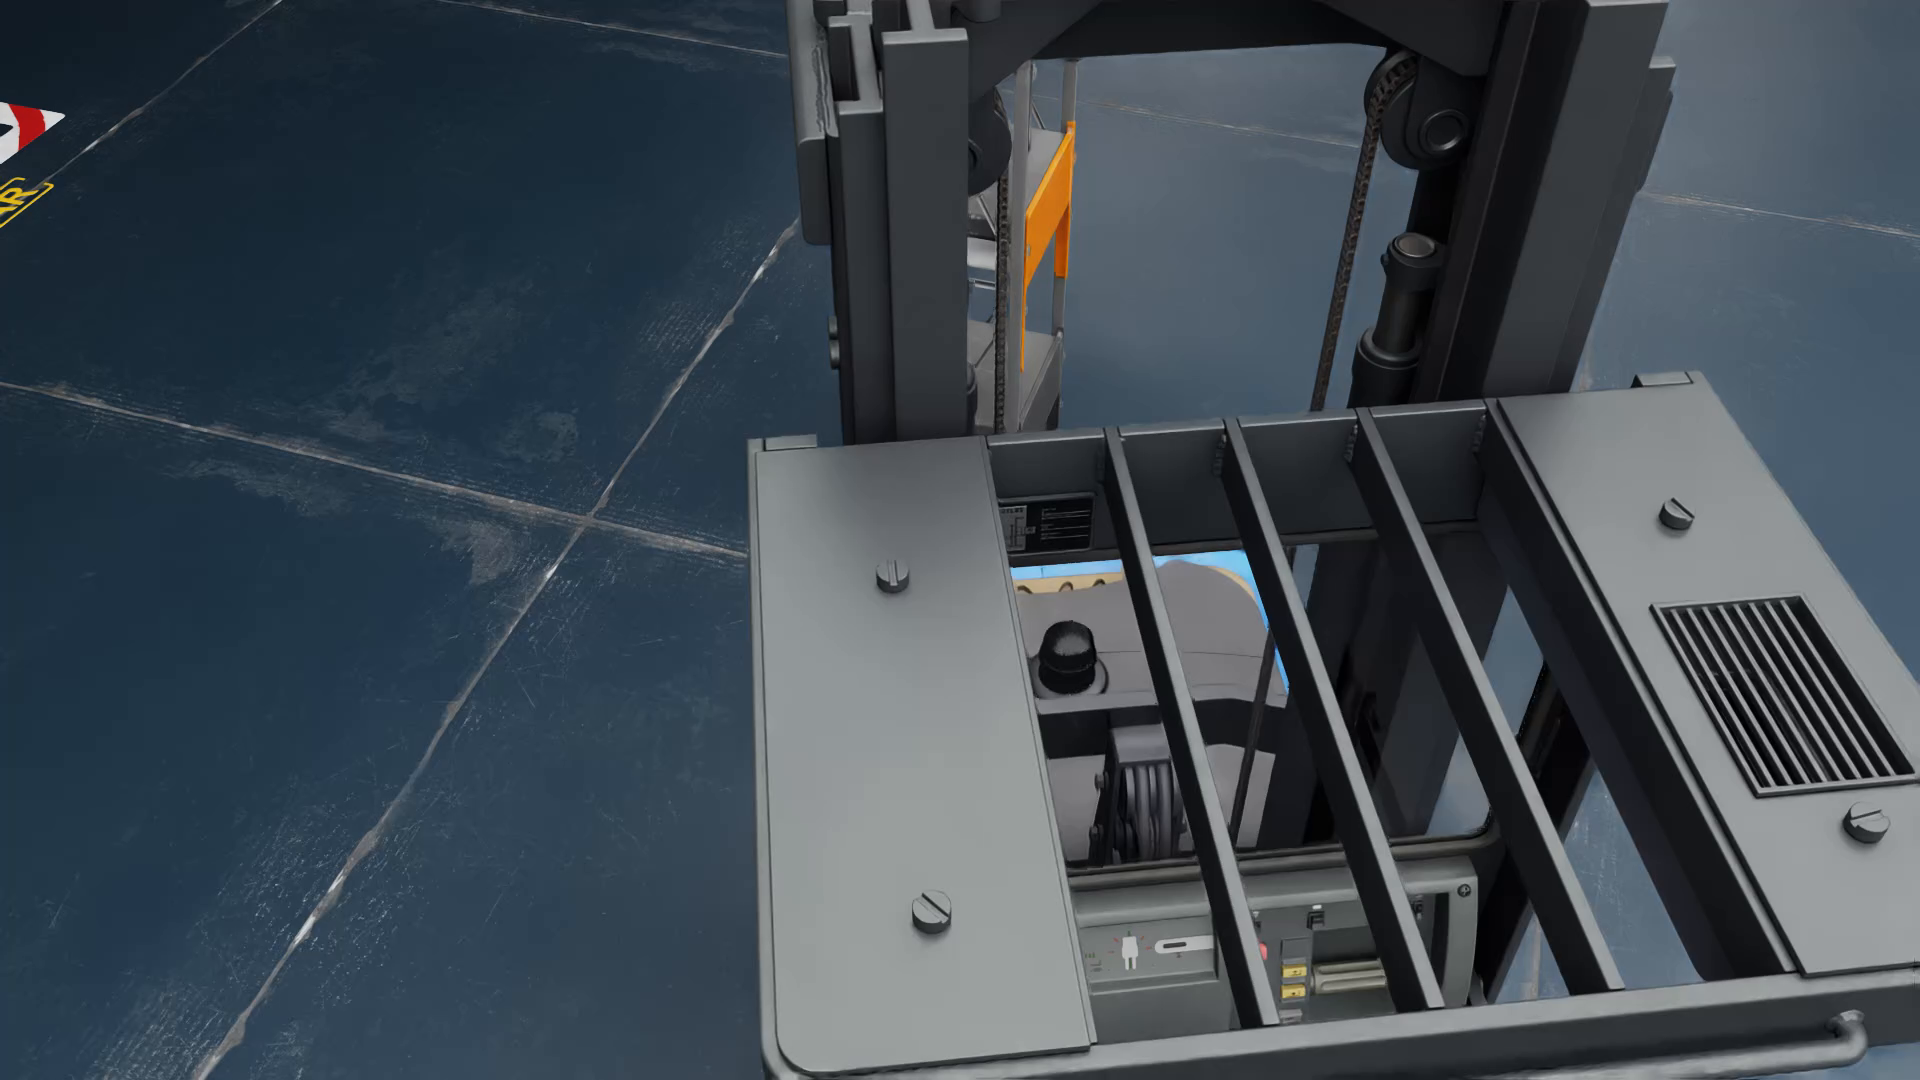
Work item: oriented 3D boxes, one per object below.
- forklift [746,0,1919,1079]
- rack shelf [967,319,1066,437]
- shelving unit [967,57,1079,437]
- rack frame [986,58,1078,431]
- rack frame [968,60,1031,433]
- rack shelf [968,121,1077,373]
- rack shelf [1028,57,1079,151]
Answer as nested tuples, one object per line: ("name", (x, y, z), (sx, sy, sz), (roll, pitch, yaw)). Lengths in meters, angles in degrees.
("forklift", (0.339, 0.794, 2.342), (1.130, 2.935, 3.031), (-4, 45, -5))
("rack shelf", (0.050, -0.351, 5.128), (0.431, 0.518, 0.480), (13, 46, 12))
("shelving unit", (0.050, -0.861, 4.628), (0.431, 2.100, 0.503), (13, 46, 12))
("rack frame", (0.124, -1.023, 4.795), (0.400, 2.100, 0.015), (13, 46, 12))
("rack frame", (-0.024, -0.698, 4.462), (0.400, 2.100, 0.015), (13, 46, 12))
("rack shelf", (0.050, -0.851, 4.638), (0.431, 0.518, 0.480), (13, 46, 12))
("rack shelf", (0.050, -1.351, 4.148), (0.431, 0.518, 0.480), (13, 46, 12))
